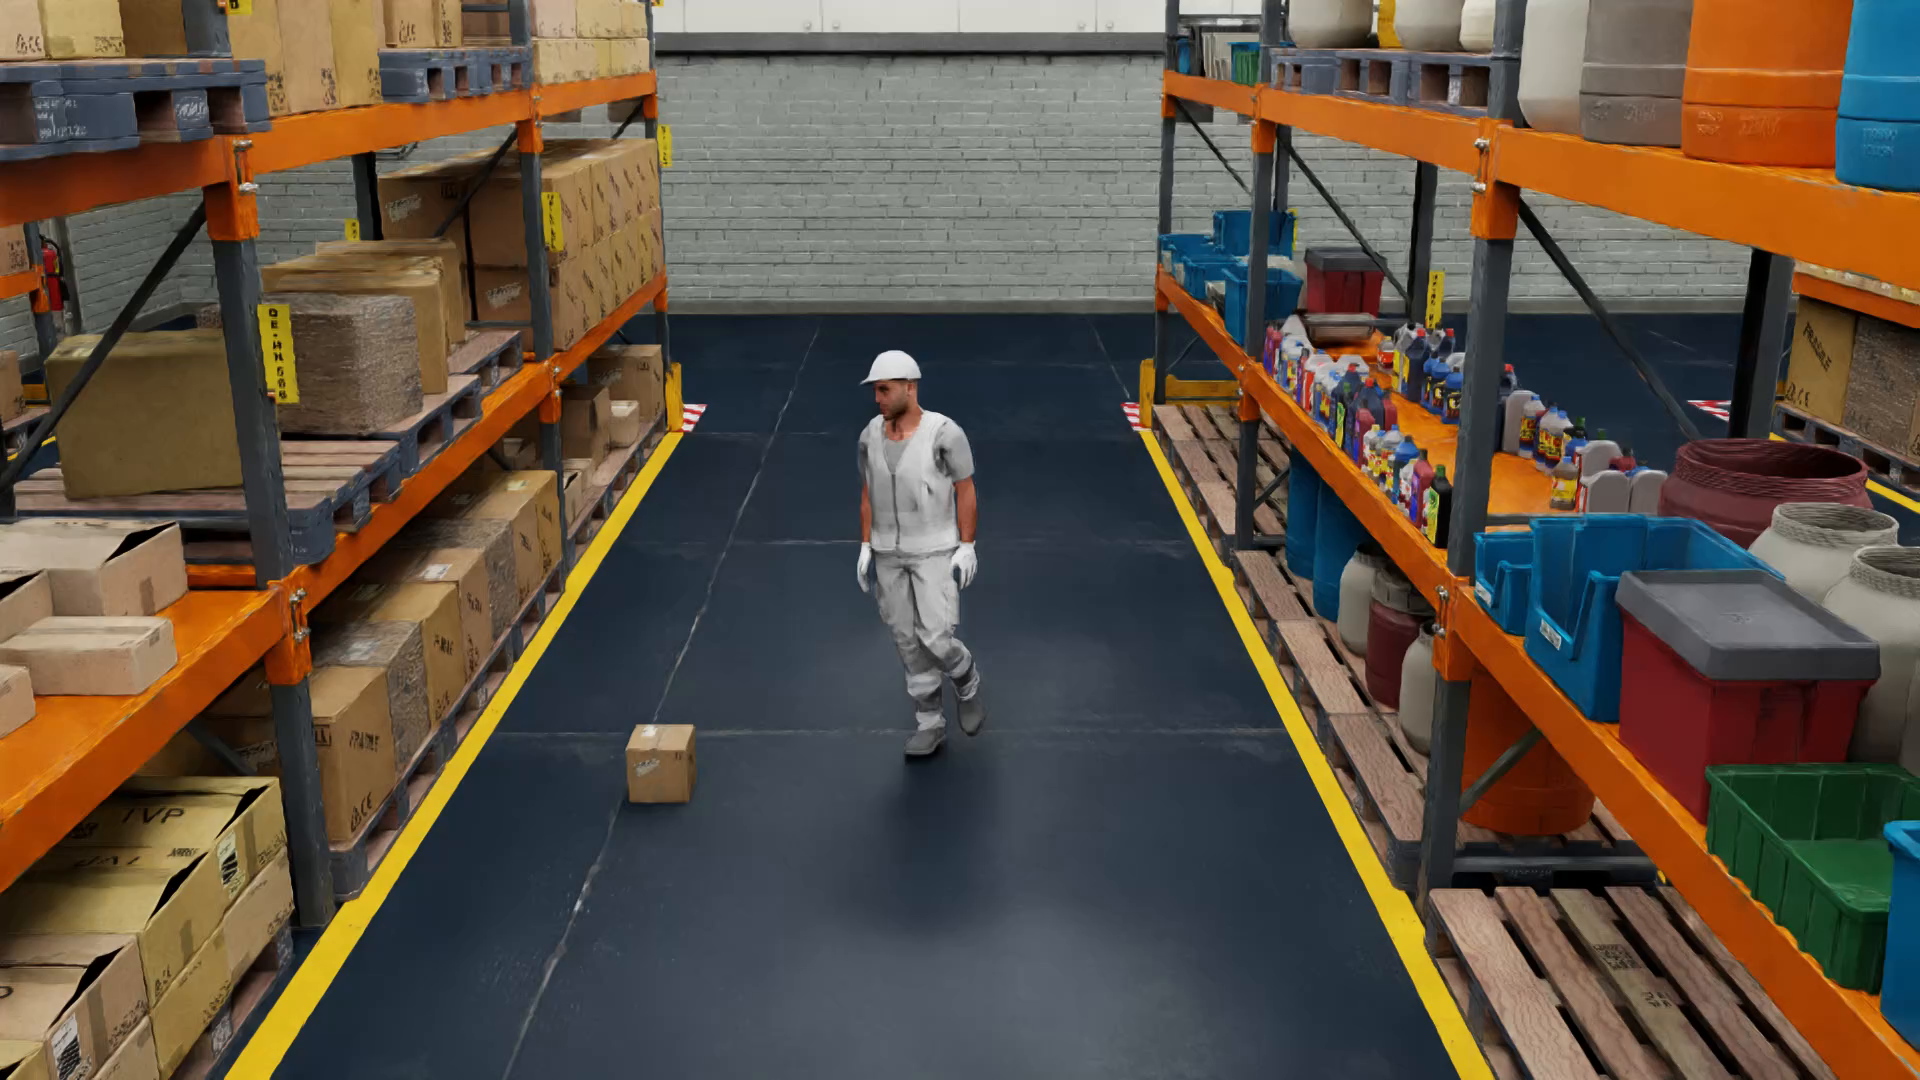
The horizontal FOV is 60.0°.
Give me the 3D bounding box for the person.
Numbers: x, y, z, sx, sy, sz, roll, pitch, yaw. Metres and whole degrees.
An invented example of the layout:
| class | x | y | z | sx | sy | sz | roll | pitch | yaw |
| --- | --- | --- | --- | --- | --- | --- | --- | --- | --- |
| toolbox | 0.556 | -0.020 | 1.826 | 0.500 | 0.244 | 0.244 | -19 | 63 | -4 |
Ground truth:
| class | x | y | z | sx | sy | sz | roll | pitch | yaw |
| --- | --- | --- | --- | --- | --- | --- | --- | --- | --- |
| person | -0.198 | 0.056 | 7.276 | 0.565 | 1.768 | 0.501 | 8 | 19 | 26 |
